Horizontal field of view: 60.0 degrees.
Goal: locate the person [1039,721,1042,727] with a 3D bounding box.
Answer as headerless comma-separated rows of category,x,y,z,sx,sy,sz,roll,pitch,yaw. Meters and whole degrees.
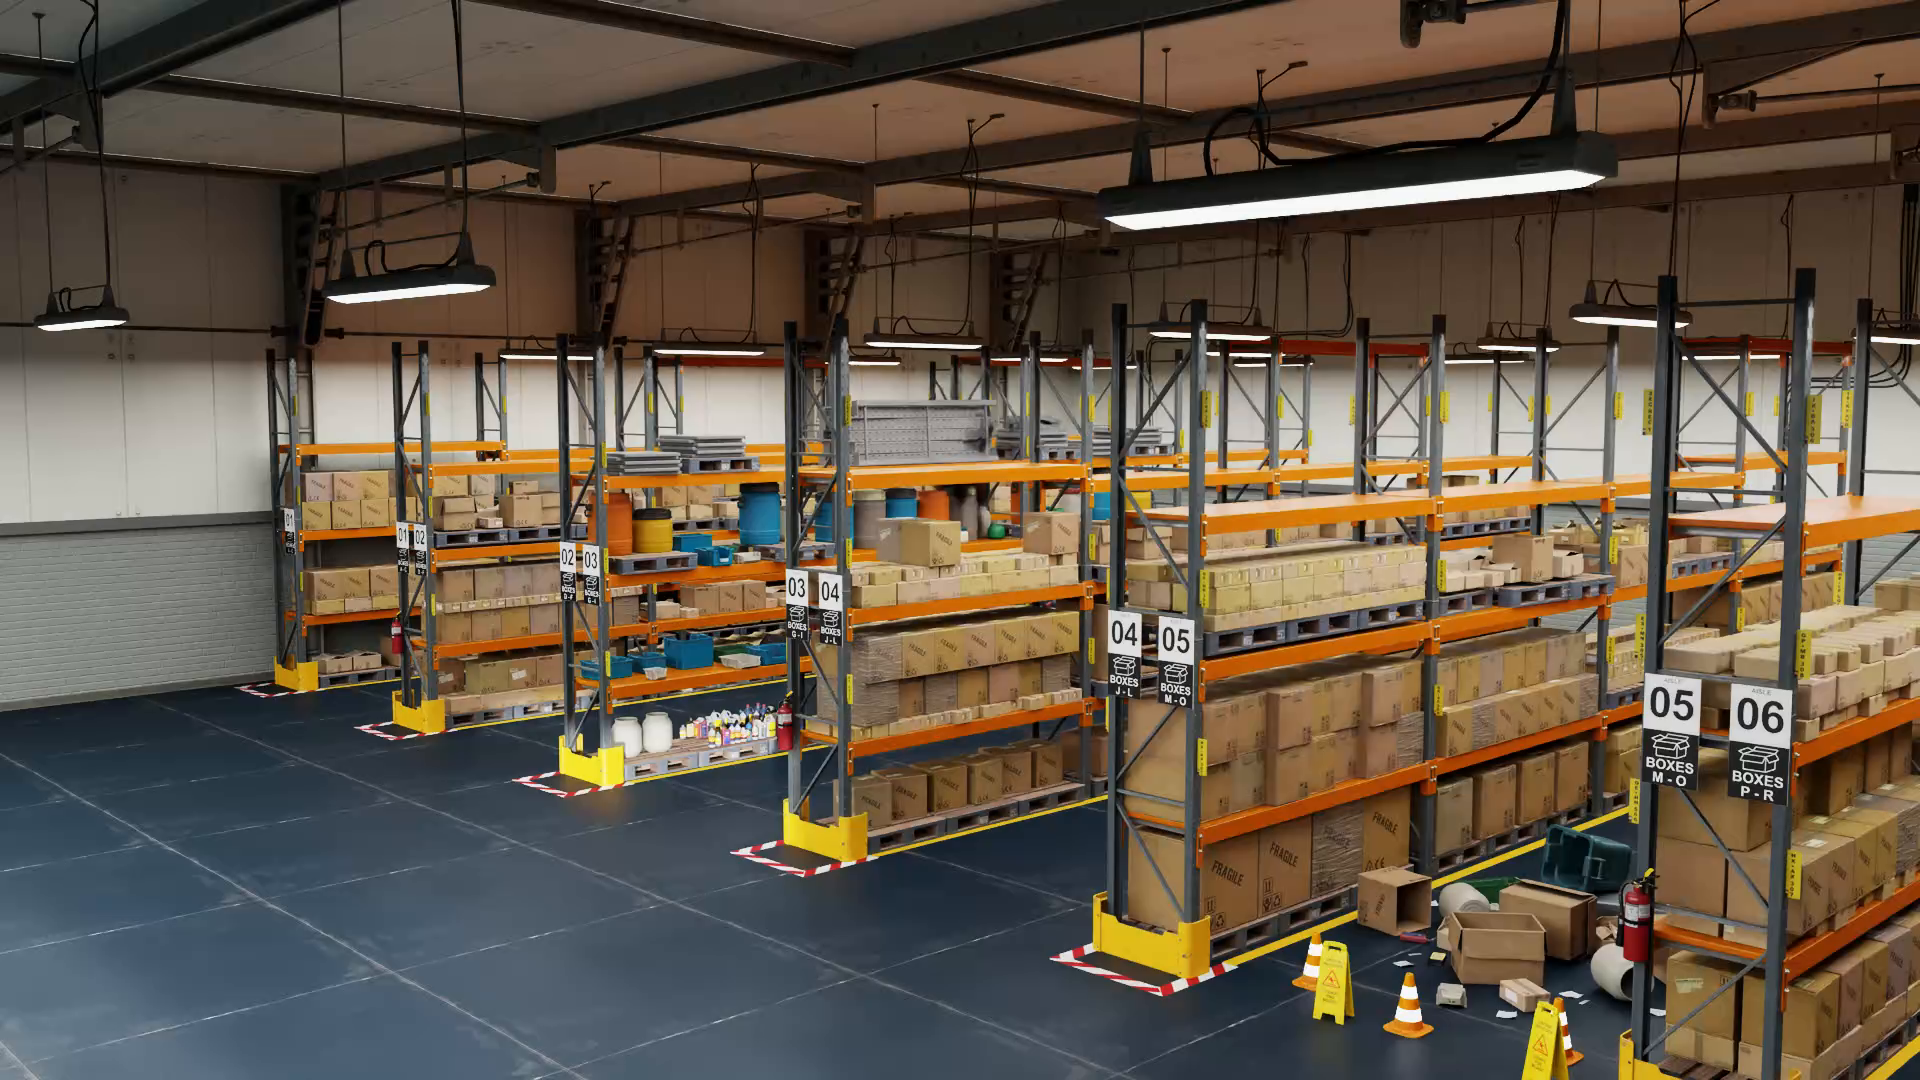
person,1.185,1.982,24.502,0.537,1.570,0.513,3,6,32
